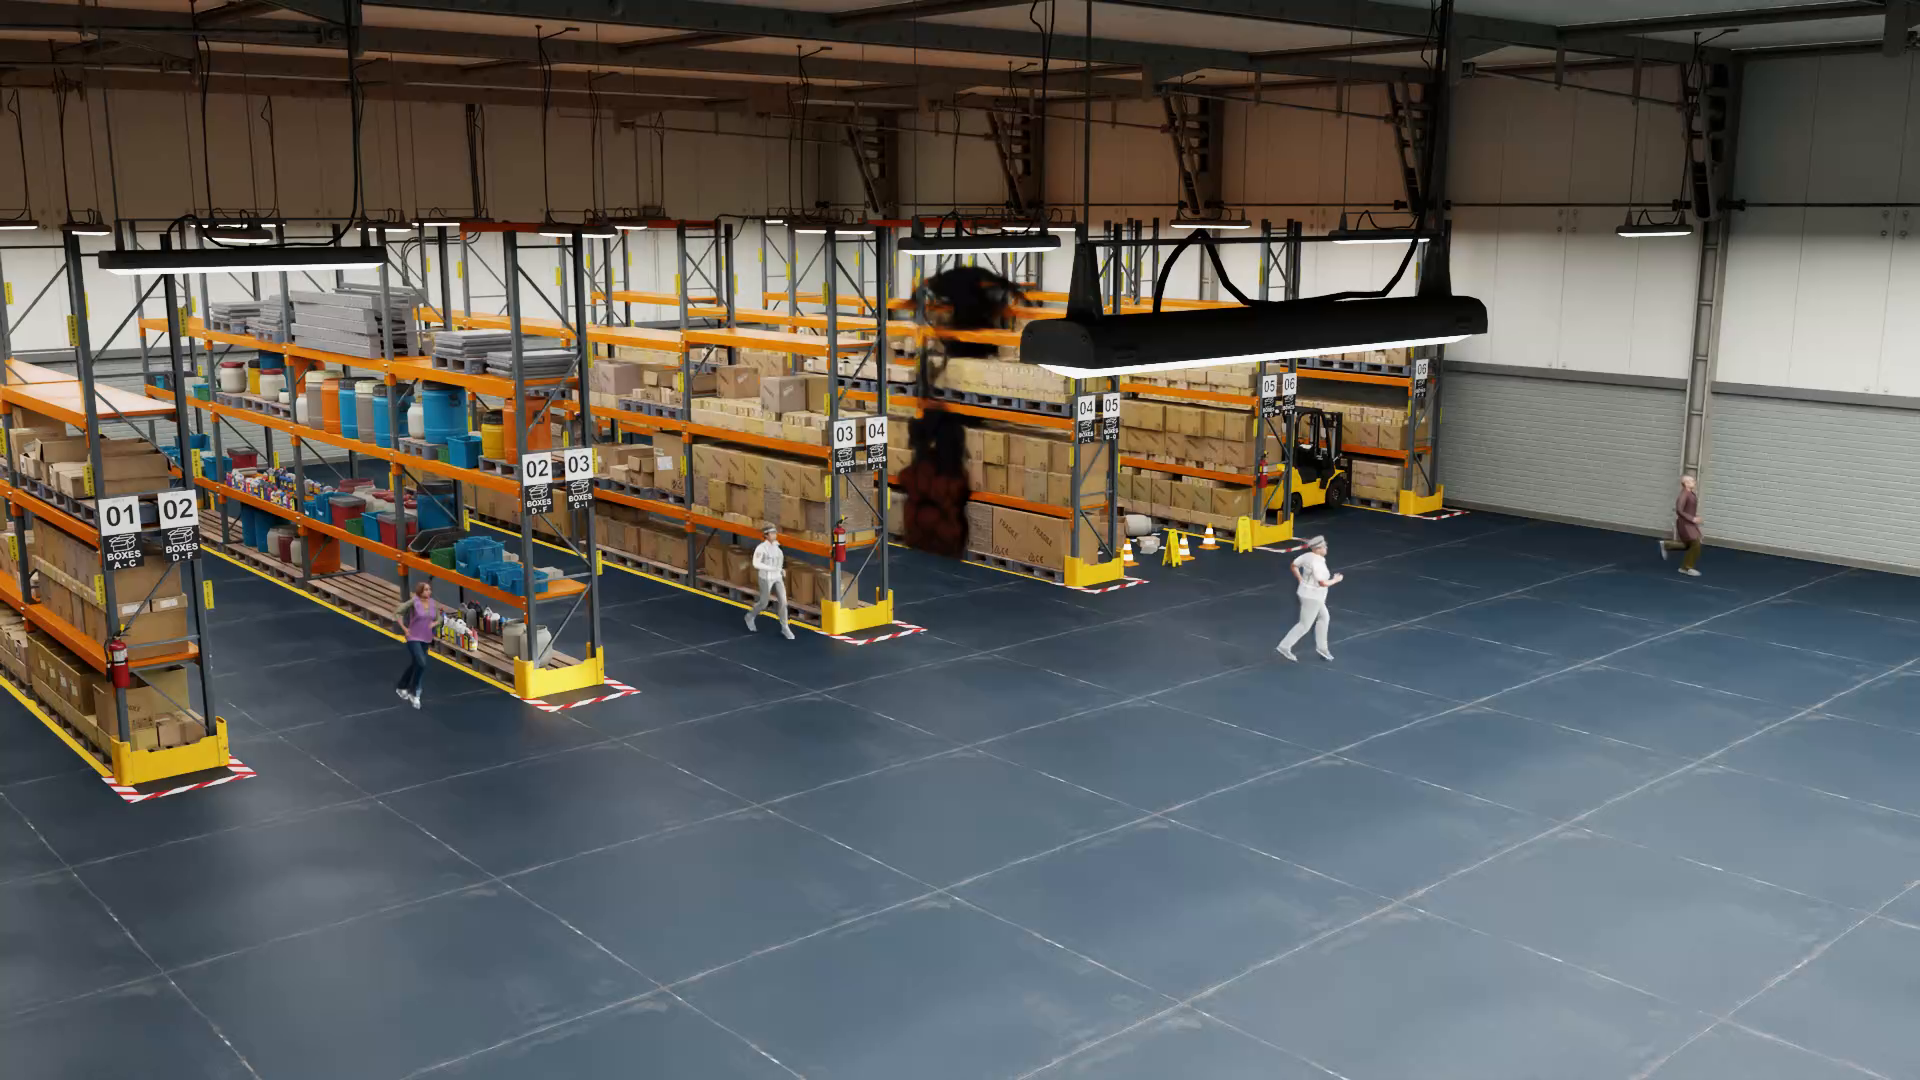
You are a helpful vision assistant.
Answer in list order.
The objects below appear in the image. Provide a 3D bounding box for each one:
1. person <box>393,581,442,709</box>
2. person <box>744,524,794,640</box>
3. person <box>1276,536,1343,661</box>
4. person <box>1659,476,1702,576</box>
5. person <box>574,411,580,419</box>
[{"bbox_3d":[-6.971,1.321,21.413,0.642,1.634,0.549,8,14,33],"label":"person"},{"bbox_3d":[-2.820,0.584,24.640,0.898,1.708,0.653,9,15,39],"label":"person"},{"bbox_3d":[4.875,0.835,23.284,0.930,1.839,0.672,-1,11,-4],"label":"person"},{"bbox_3d":[12.556,-0.165,28.915,0.717,1.518,0.730,6,13,25],"label":"person"},{"bbox_3d":[-9.490,-2.677,40.765,0.822,1.710,0.798,-6,13,-27],"label":"person"}]
